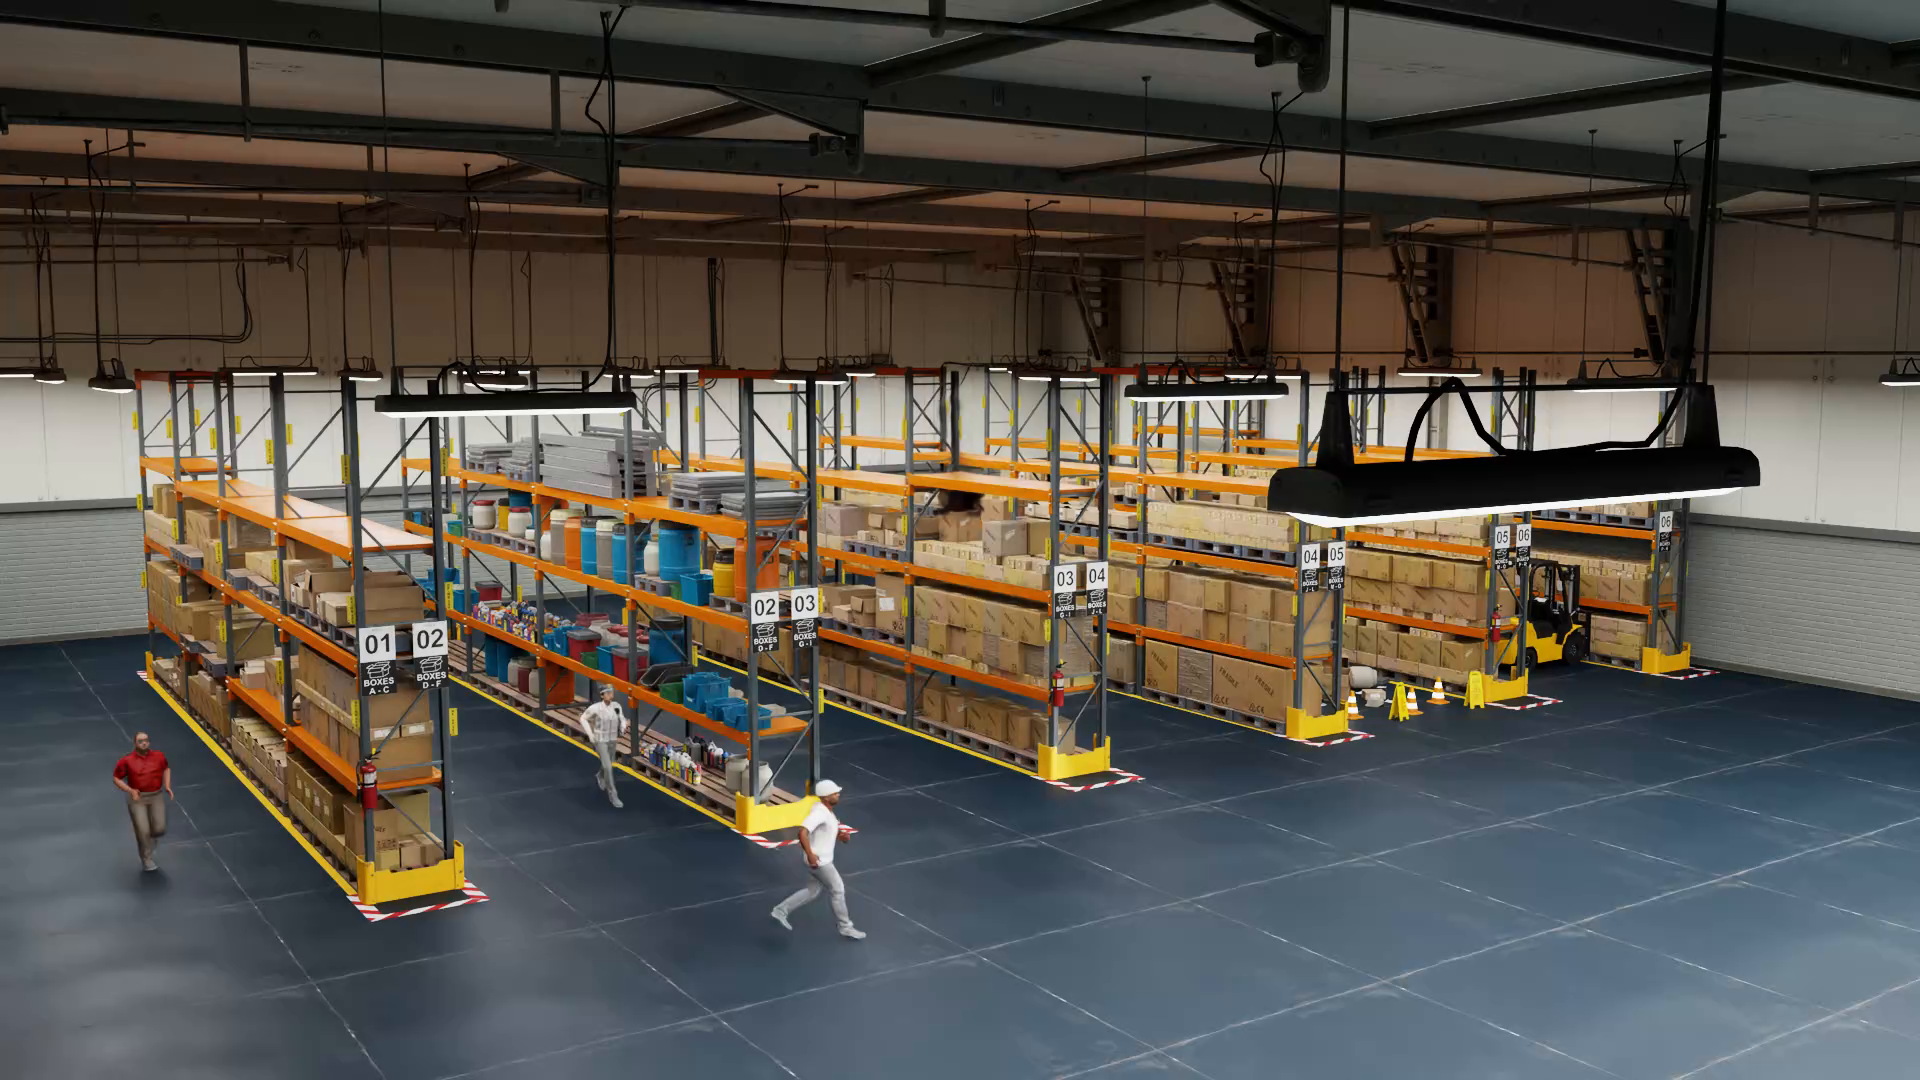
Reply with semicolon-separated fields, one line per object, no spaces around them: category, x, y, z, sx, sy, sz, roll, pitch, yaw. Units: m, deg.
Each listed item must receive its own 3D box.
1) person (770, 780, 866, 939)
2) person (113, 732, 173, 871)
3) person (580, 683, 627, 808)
person;-1.518;3.443;17.875;1.014;1.762;0.727;-1;6;-6
person;-10.050;3.199;20.495;0.665;1.688;0.603;-6;8;-40
person;-5.009;2.848;23.455;0.630;1.712;0.910;-5;8;-39
